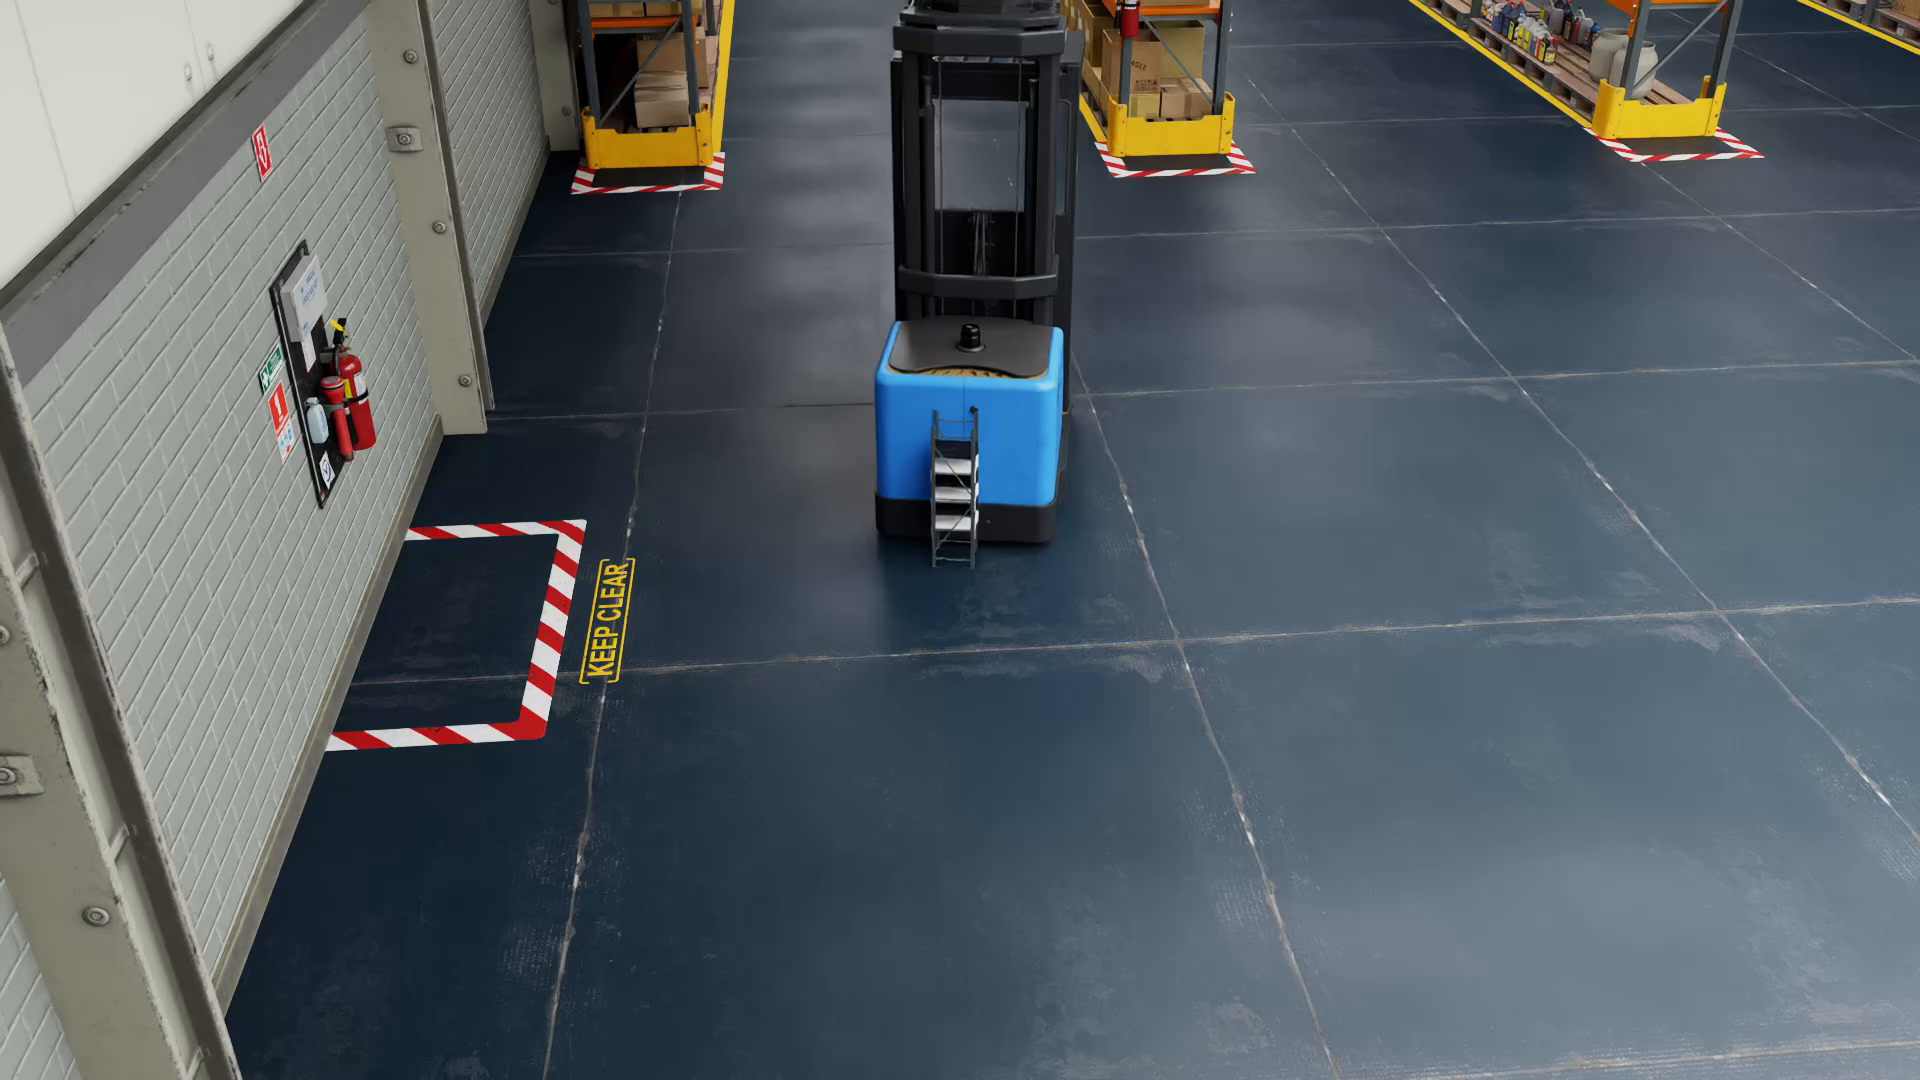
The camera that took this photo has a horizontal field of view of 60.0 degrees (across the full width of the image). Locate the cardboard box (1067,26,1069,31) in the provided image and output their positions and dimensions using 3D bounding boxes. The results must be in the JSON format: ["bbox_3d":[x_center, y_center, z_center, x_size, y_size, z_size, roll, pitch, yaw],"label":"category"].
[{"bbox_3d":[1.421,-5.607,18.484,0.500,0.250,0.500,-3,31,-5],"label":"cardboard box"}]

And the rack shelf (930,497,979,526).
[{"bbox_3d":[-0.029,-0.168,9.395,0.258,0.077,0.200,3,31,5],"label":"rack shelf"}]

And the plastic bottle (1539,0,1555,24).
[{"bbox_3d":[6.773,-6.080,19.157,0.144,0.351,0.185,-3,31,-5],"label":"plastic bottle"}]

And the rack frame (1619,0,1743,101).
[{"bbox_3d":[6.943,-5.308,15.711,1.000,3.000,0.127,-3,31,-5],"label":"rack frame"}]

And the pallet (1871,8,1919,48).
[{"bbox_3d":[11.599,-6.049,19.671,1.003,0.211,1.213,-3,31,-5],"label":"pallet"}]

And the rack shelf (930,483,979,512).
[{"bbox_3d":[-0.029,-0.246,9.349,0.258,0.077,0.200,3,31,5],"label":"rack shelf"}]

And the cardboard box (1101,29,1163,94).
[{"bbox_3d":[1.665,-4.653,16.156,0.500,0.500,0.500,-3,31,-5],"label":"cardboard box"}]

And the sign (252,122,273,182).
[{"bbox_3d":[-3.192,-1.808,7.592,0.001,0.298,0.199,-3,31,-5],"label":"sign"}]

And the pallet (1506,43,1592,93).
[{"bbox_3d":[6.708,-5.183,18.222,1.003,0.211,1.213,-3,31,-5],"label":"pallet"}]

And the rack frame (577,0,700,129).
[{"bbox_3d":[-2.920,-4.833,14.916,1.000,3.000,0.127,-3,31,-5],"label":"rack frame"}]

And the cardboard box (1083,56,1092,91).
[{"bbox_3d":[1.560,-4.842,17.202,0.500,0.250,0.500,-3,31,-5],"label":"cardboard box"}]

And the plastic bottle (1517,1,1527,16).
[{"bbox_3d":[6.375,-5.976,18.984,0.144,0.351,0.185,-3,31,-5],"label":"plastic bottle"}]

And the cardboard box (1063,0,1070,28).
[{"bbox_3d":[1.424,-5.929,18.292,0.500,0.500,0.500,-3,31,-5],"label":"cardboard box"}]

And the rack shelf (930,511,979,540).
[{"bbox_3d":[-0.029,-0.091,9.441,0.258,0.077,0.200,3,31,5],"label":"rack shelf"}]

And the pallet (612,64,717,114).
[{"bbox_3d":[-3.079,-4.712,17.434,1.003,0.211,1.213,-3,31,-5],"label":"pallet"}]

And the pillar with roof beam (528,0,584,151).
[{"bbox_3d":[0.439,-7.931,14.252,9.100,9.000,0.400,-3,31,-5],"label":"pillar with roof beam"}]

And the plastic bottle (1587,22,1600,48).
[{"bbox_3d":[7.024,-5.595,18.424,0.097,0.271,0.097,0,31,0],"label":"plastic bottle"}]

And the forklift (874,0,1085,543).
[{"bbox_3d":[0.170,-1.974,10.196,1.130,2.935,3.031,3,31,5],"label":"forklift"}]

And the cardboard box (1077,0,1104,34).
[{"bbox_3d":[1.511,-5.419,17.437,0.500,0.500,0.500,-3,31,-5],"label":"cardboard box"}]

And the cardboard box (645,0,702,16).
[{"bbox_3d":[-2.650,-5.041,15.392,0.500,0.250,0.500,-4,31,-6],"label":"cardboard box"}]

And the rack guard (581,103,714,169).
[{"bbox_3d":[-2.928,-3.799,15.622,1.175,0.500,0.348,-3,31,-5],"label":"rack guard"}]

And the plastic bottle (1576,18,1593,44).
[{"bbox_3d":[6.976,-5.708,18.609,0.152,0.276,0.135,-2,31,-4],"label":"plastic bottle"}]

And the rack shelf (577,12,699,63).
[{"bbox_3d":[-3.107,-5.545,16.810,1.077,0.370,4.000,-3,31,-5],"label":"rack shelf"}]

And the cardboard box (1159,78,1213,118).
[{"bbox_3d":[2.183,-4.356,16.390,0.500,0.250,0.500,-3,31,-5],"label":"cardboard box"}]

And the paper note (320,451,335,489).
[{"bbox_3d":[-3.146,-0.350,8.270,0.016,0.148,0.142,-3,31,-5],"label":"paper note"}]

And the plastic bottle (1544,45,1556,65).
[{"bbox_3d":[6.335,-5.212,17.850,0.097,0.201,0.097,0,31,0],"label":"plastic bottle"}]

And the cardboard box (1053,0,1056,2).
[{"bbox_3d":[1.310,-6.312,19.664,0.500,0.250,0.500,-3,31,-5],"label":"cardboard box"}]

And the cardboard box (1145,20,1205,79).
[{"bbox_3d":[2.134,-4.934,16.625,0.500,0.500,0.500,-3,31,-5],"label":"cardboard box"}]

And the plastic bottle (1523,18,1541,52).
[{"bbox_3d":[6.307,-5.561,18.289,0.144,0.351,0.185,-2,31,-3],"label":"plastic bottle"}]

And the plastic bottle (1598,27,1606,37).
[{"bbox_3d":[7.043,-5.492,18.251,0.097,0.271,0.097,0,31,0],"label":"plastic bottle"}]

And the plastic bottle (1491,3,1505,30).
[{"bbox_3d":[6.220,-6.022,19.134,0.152,0.276,0.135,-2,31,-3],"label":"plastic bottle"}]

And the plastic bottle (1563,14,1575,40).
[{"bbox_3d":[6.865,-5.777,18.716,0.061,0.283,0.133,-3,31,-5],"label":"plastic bottle"}]

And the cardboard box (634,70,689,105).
[{"bbox_3d":[-2.949,-4.516,16.579,0.500,0.311,0.500,0,31,0],"label":"cardboard box"}]

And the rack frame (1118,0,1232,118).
[{"bbox_3d":[2.011,-5.072,15.317,1.000,3.000,0.127,-3,31,-5],"label":"rack frame"}]

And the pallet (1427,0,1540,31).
[{"bbox_3d":[6.458,-6.552,20.513,1.003,0.211,1.213,-3,31,-5],"label":"pallet"}]

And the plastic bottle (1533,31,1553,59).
[{"bbox_3d":[6.339,-5.374,18.049,0.152,0.276,0.135,-3,31,-4],"label":"plastic bottle"}]

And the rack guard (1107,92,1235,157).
[{"bbox_3d":[2.013,-3.987,15.937,1.175,0.500,0.348,-3,31,-5],"label":"rack guard"}]

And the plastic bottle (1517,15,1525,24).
[{"bbox_3d":[6.300,-5.766,18.709,0.097,0.271,0.097,0,31,0],"label":"plastic bottle"}]

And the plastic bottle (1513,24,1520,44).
[{"bbox_3d":[6.253,-5.663,18.606,0.097,0.201,0.097,0,31,0],"label":"plastic bottle"}]

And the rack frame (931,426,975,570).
[{"bbox_3d":[-0.039,-0.222,9.245,0.240,0.900,0.006,3,31,5],"label":"rack frame"}]

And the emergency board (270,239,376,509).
[{"bbox_3d":[-3.094,-0.822,8.201,0.194,1.169,0.643,-3,31,-5],"label":"emergency board"}]

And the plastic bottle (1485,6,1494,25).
[{"bbox_3d":[6.172,-6.102,19.340,0.097,0.201,0.097,0,31,0],"label":"plastic bottle"}]

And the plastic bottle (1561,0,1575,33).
[{"bbox_3d":[6.935,-5.988,19.005,0.144,0.351,0.185,-4,31,-7],"label":"plastic bottle"}]

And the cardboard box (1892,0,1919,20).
[{"bbox_3d":[11.498,-6.488,19.715,0.500,0.500,0.500,-4,31,-6],"label":"cardboard box"}]

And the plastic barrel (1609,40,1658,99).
[{"bbox_3d":[6.806,-4.752,16.797,0.421,0.512,0.421,0,31,0],"label":"plastic barrel"}]

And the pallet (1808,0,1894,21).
[{"bbox_3d":[11.427,-6.787,20.907,1.003,0.211,1.213,-3,31,-5],"label":"pallet"}]

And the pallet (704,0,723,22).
[{"bbox_3d":[-3.486,-6.700,20.761,1.003,0.211,1.213,-3,31,-5],"label":"pallet"}]

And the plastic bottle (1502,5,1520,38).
[{"bbox_3d":[6.249,-5.873,18.812,0.144,0.351,0.185,-4,31,-7],"label":"plastic bottle"}]

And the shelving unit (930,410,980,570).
[{"bbox_3d":[-0.029,-0.274,9.332,0.258,0.900,0.210,3,31,5],"label":"shelving unit"}]

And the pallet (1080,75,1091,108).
[{"bbox_3d":[1.787,-4.885,17.722,1.003,0.211,1.213,-3,31,-5],"label":"pallet"}]

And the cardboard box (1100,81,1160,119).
[{"bbox_3d":[1.667,-4.332,16.349,0.500,0.250,0.500,-3,31,-5],"label":"cardboard box"}]
